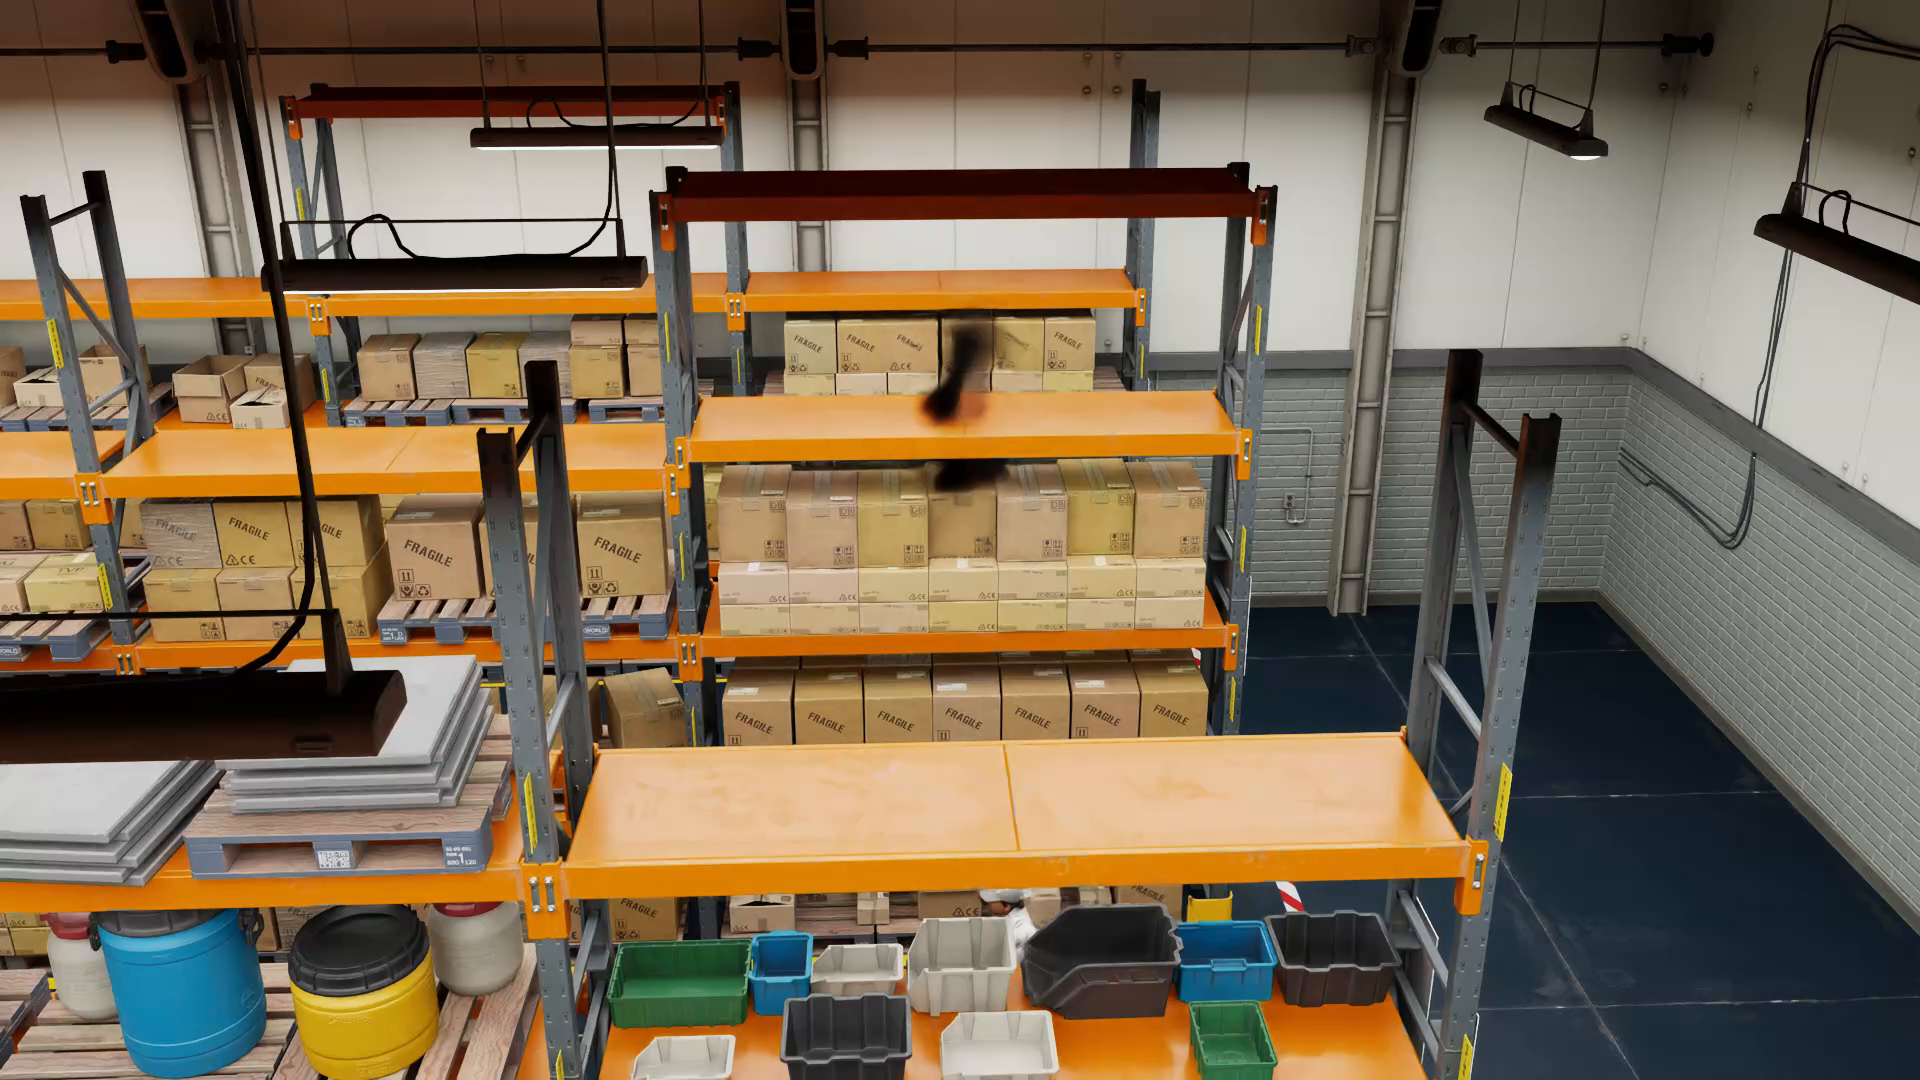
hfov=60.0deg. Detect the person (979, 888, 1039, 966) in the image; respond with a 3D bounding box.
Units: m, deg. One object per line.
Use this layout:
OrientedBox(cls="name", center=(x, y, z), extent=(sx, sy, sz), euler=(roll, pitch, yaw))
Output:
OrientedBox(cls="person", center=(0.487, 3.038, 11.534), extent=(1.058, 1.667, 0.598), euler=(-4, 23, -10))
